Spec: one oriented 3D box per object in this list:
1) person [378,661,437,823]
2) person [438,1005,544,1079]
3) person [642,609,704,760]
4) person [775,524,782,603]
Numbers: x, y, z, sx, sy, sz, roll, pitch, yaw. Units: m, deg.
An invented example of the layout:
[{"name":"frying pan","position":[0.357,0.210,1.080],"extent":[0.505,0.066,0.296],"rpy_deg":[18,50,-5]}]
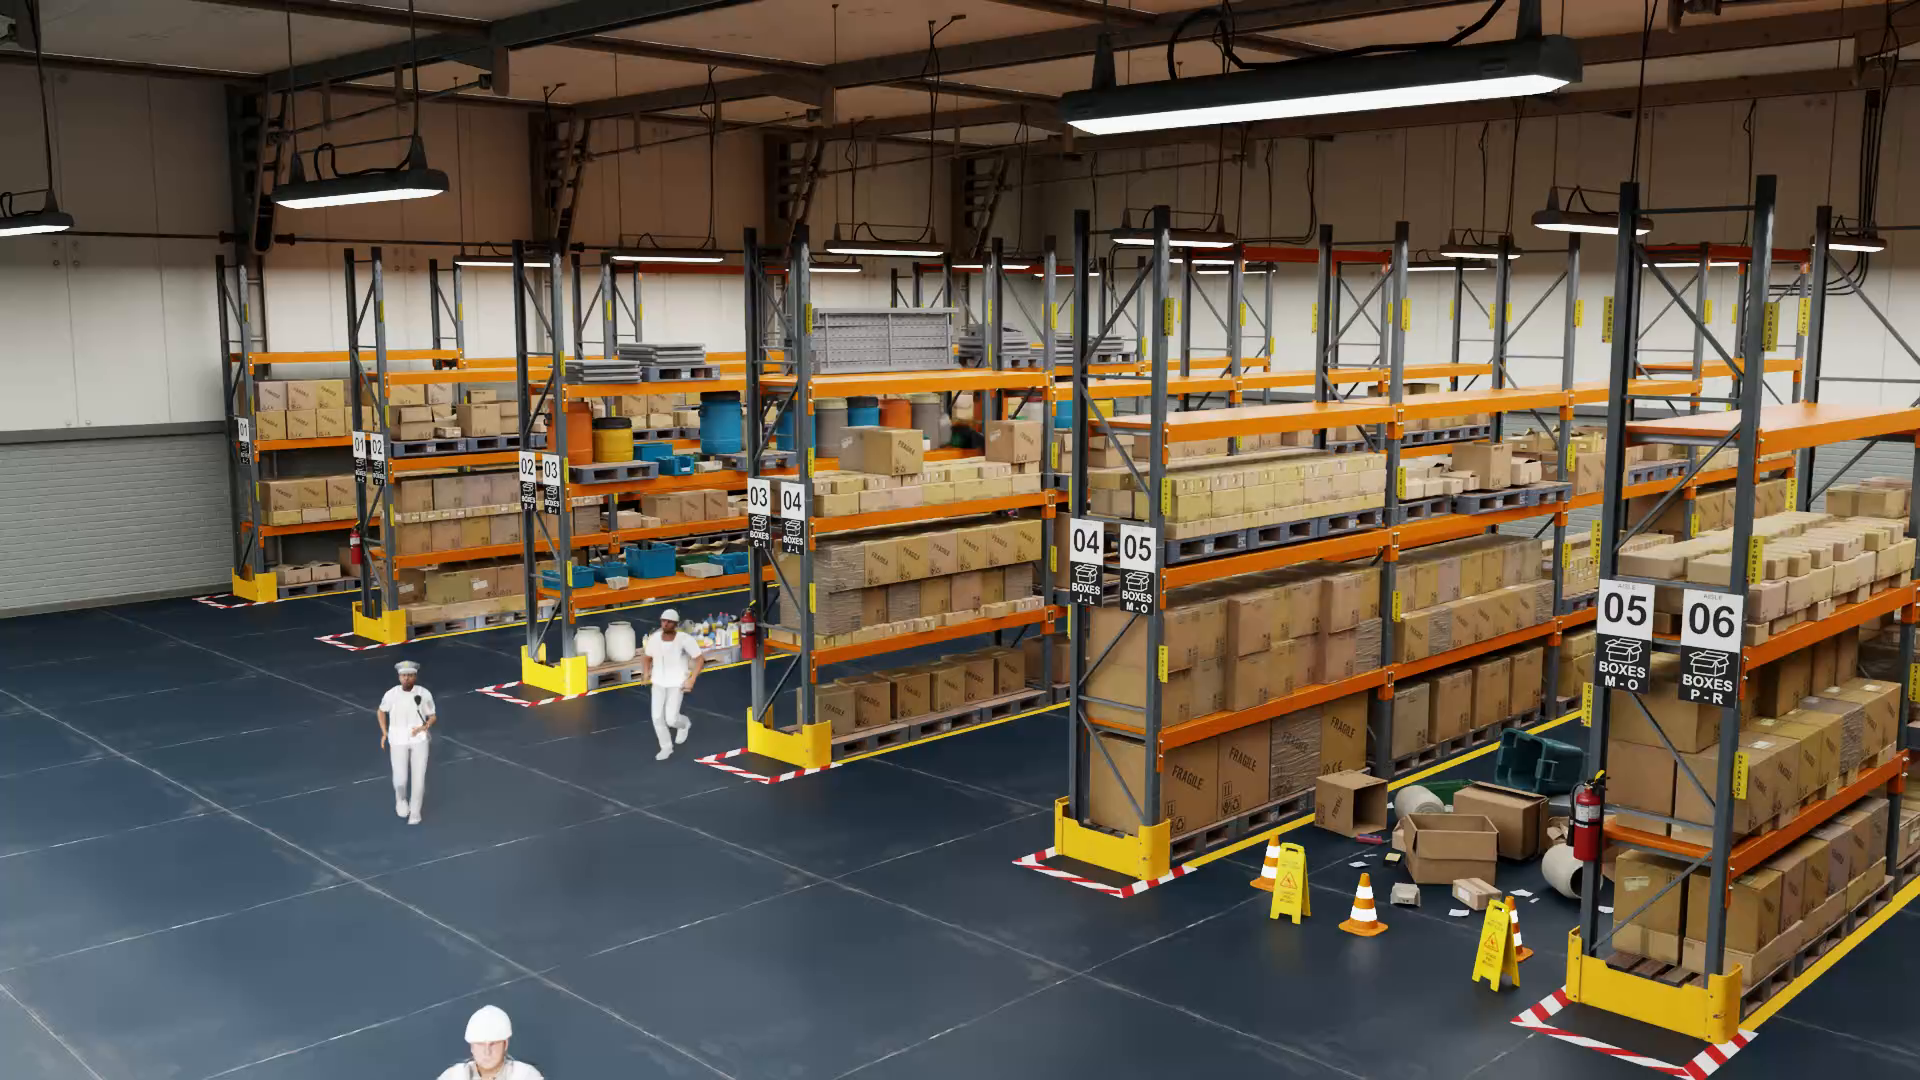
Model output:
[{"name":"person","position":[-5.473,2.015,16.487],"extent":[0.560,1.659,0.576],"rpy_deg":[-3,8,-17]},{"name":"person","position":[-2.273,3.150,8.089],"extent":[0.633,1.822,0.825],"rpy_deg":[-2,8,-15]},{"name":"person","position":[-3.292,1.630,19.082],"extent":[0.737,1.721,0.617],"rpy_deg":[2,8,14]},{"name":"person","position":[-2.783,0.206,27.339],"extent":[0.620,1.669,0.746],"rpy_deg":[8,11,43]}]
